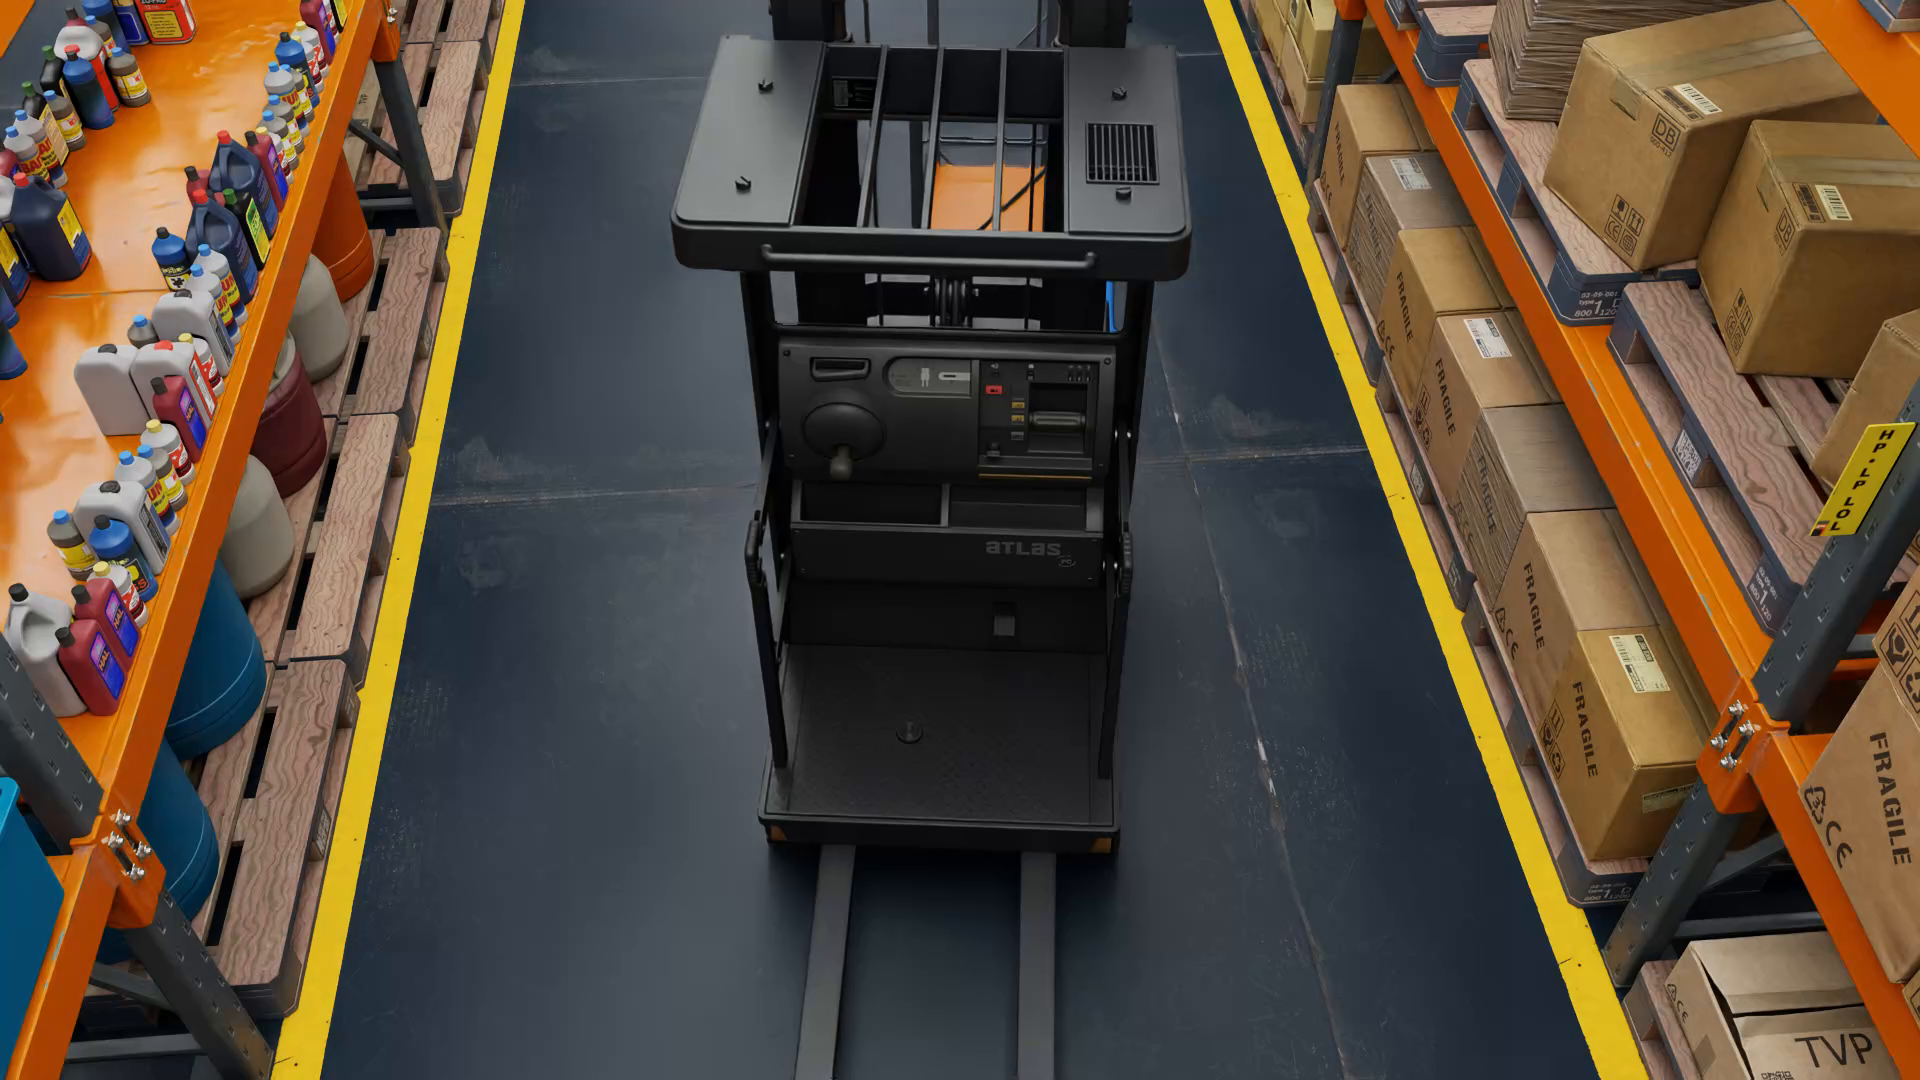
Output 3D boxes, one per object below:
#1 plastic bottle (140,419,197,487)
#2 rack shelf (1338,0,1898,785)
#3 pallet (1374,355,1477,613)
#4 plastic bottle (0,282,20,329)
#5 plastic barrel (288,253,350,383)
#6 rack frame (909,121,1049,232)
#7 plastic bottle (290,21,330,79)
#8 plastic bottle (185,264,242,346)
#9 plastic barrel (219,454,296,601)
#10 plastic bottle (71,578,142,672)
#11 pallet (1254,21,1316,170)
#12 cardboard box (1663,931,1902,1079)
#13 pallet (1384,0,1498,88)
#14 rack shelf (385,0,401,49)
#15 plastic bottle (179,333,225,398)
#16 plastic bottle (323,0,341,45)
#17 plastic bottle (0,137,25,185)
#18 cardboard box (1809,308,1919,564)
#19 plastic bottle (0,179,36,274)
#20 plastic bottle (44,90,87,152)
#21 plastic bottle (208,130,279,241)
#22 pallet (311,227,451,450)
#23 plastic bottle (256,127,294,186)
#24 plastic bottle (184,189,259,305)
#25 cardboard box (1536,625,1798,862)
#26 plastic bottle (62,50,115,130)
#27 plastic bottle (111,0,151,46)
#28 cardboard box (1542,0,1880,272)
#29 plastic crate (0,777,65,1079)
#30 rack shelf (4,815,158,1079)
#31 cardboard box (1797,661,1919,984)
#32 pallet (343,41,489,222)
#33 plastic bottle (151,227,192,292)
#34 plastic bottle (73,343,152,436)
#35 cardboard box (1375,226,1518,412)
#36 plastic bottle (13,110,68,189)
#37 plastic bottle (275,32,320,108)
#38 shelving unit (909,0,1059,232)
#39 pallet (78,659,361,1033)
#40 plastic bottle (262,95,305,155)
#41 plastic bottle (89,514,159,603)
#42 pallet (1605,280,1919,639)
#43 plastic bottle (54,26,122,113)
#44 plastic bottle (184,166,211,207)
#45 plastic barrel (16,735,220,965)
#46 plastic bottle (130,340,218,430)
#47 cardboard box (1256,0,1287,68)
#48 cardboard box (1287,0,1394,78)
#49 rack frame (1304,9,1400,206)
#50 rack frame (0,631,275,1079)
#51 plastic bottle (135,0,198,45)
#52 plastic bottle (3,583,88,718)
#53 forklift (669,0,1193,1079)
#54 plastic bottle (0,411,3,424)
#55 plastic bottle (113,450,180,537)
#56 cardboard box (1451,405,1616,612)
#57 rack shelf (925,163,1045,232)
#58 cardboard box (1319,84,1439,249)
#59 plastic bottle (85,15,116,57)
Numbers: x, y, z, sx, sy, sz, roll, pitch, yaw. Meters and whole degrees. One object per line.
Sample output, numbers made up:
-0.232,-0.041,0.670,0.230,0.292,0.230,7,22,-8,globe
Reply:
-2.174,-0.244,4.552,0.097,0.201,0.097,0,47,0,plastic bottle
2.283,-0.961,5.590,1.077,0.370,4.000,-3,47,-3,rack shelf
2.240,-0.274,6.364,1.003,0.211,1.213,-3,47,-3,pallet
-2.931,-0.761,4.994,0.097,0.271,0.097,0,47,0,plastic bottle
-2.626,-0.890,6.451,0.421,0.512,0.421,0,47,0,plastic barrel
0.082,-0.894,6.064,0.500,1.500,0.032,2,47,2,rack frame
-2.350,-1.771,5.998,0.097,0.201,0.097,0,47,0,plastic bottle
-2.224,-0.700,4.936,0.097,0.271,0.097,0,47,0,plastic bottle
-2.531,-0.073,5.678,0.421,0.512,0.421,0,47,0,plastic barrel
-2.102,0.189,4.085,0.061,0.283,0.133,-3,47,-3,plastic bottle
2.086,-2.295,8.278,1.003,0.211,1.213,-3,47,-3,pallet
2.271,1.329,4.475,0.500,0.311,0.500,-3,47,-3,cardboard box
2.243,-2.104,6.308,1.213,0.211,1.003,-3,47,-3,pallet
-2.988,-3.557,8.048,1.077,0.370,4.000,-3,47,-3,rack shelf
-2.204,-0.508,4.802,0.097,0.201,0.097,0,47,0,plastic bottle
-2.370,-1.938,6.156,0.097,0.201,0.097,0,47,0,plastic bottle
-3.055,-1.146,5.349,0.061,0.283,0.133,-3,47,-3,plastic bottle
2.634,-0.297,4.107,0.700,0.500,0.500,-18,49,-16,cardboard box
-2.990,-0.979,5.196,0.152,0.276,0.135,-3,47,-3,plastic bottle
-3.074,-1.439,5.684,0.097,0.201,0.097,0,47,0,plastic bottle
-2.294,-1.129,5.287,0.144,0.351,0.185,-3,47,-3,plastic bottle
-2.713,-0.831,6.891,1.003,0.211,1.213,-3,47,-3,pallet
-2.293,-1.278,5.531,0.097,0.201,0.097,0,47,0,plastic bottle
-2.267,-0.899,5.069,0.144,0.351,0.185,-3,47,-3,plastic bottle
2.124,0.607,5.028,0.500,0.500,0.500,-4,47,-4,cardboard box
-3.024,-1.564,5.754,0.097,0.271,0.097,0,47,0,plastic bottle
-3.106,-1.982,6.147,0.152,0.276,0.135,-3,47,-3,plastic bottle
2.242,-1.215,4.977,0.700,0.500,0.500,-14,48,-13,cardboard box
-2.106,0.839,3.359,0.392,0.384,0.575,-3,47,-3,plastic crate
-2.318,2.231,2.566,1.077,0.370,4.000,-3,47,-3,rack shelf
2.222,0.589,3.557,0.500,0.500,0.500,-2,47,-2,cardboard box
-2.846,-1.961,7.962,1.003,0.211,1.213,-3,47,-3,pallet
-2.384,-0.832,5.061,0.097,0.271,0.097,0,47,0,plastic bottle
-2.374,-0.439,4.686,0.152,0.276,0.135,-3,47,-3,plastic bottle
1.956,-0.859,6.416,0.500,0.500,0.500,-4,47,-4,cardboard box
-3.054,-1.297,5.501,0.097,0.271,0.097,0,47,0,plastic bottle
-2.334,-1.654,5.839,0.097,0.271,0.097,0,47,0,plastic bottle
0.103,-1.256,6.407,0.587,1.500,1.083,2,47,2,shelving unit
-2.508,0.935,5.219,1.003,0.211,1.213,-3,47,-3,pallet
-2.310,-1.419,5.664,0.097,0.201,0.097,0,47,0,plastic bottle
-2.138,0.040,4.234,0.097,0.271,0.097,0,47,0,plastic bottle
2.493,-0.280,4.582,1.003,0.211,1.213,-3,47,-3,pallet
-3.067,-1.647,5.829,0.152,0.276,0.135,-3,47,-3,plastic bottle
-2.394,-1.081,5.288,0.061,0.283,0.133,-3,47,-3,plastic bottle
-2.514,0.719,4.659,0.600,0.901,0.708,-3,47,-3,plastic barrel
-2.222,-0.449,4.694,0.152,0.276,0.135,-3,47,-3,plastic bottle
1.782,-2.593,8.244,0.500,0.250,0.500,-4,47,-4,cardboard box
1.827,-2.411,7.686,0.500,0.311,0.500,-2,47,-2,cardboard box
2.116,-2.656,6.699,1.000,3.000,0.127,-3,47,-3,rack frame
-2.485,0.537,3.676,1.000,3.000,0.127,-3,47,-3,rack frame
-2.955,-1.991,6.155,0.152,0.276,0.135,-3,47,-3,plastic bottle
-2.195,0.250,3.981,0.144,0.351,0.185,-3,47,-3,plastic bottle
-0.045,-0.258,4.476,1.130,2.935,3.031,2,47,2,forklift
-2.802,-0.432,4.682,0.097,0.271,0.097,0,47,0,plastic bottle
-2.158,-0.127,4.393,0.097,0.271,0.097,0,47,0,plastic bottle
2.049,-0.114,5.711,0.500,0.500,0.500,-3,47,-3,cardboard box
0.104,-1.139,6.544,0.538,0.185,1.000,2,47,2,rack shelf
1.869,-1.601,7.119,0.500,0.500,0.500,-2,47,-2,cardboard box
-3.116,-1.800,6.026,0.097,0.201,0.097,0,47,0,plastic bottle
